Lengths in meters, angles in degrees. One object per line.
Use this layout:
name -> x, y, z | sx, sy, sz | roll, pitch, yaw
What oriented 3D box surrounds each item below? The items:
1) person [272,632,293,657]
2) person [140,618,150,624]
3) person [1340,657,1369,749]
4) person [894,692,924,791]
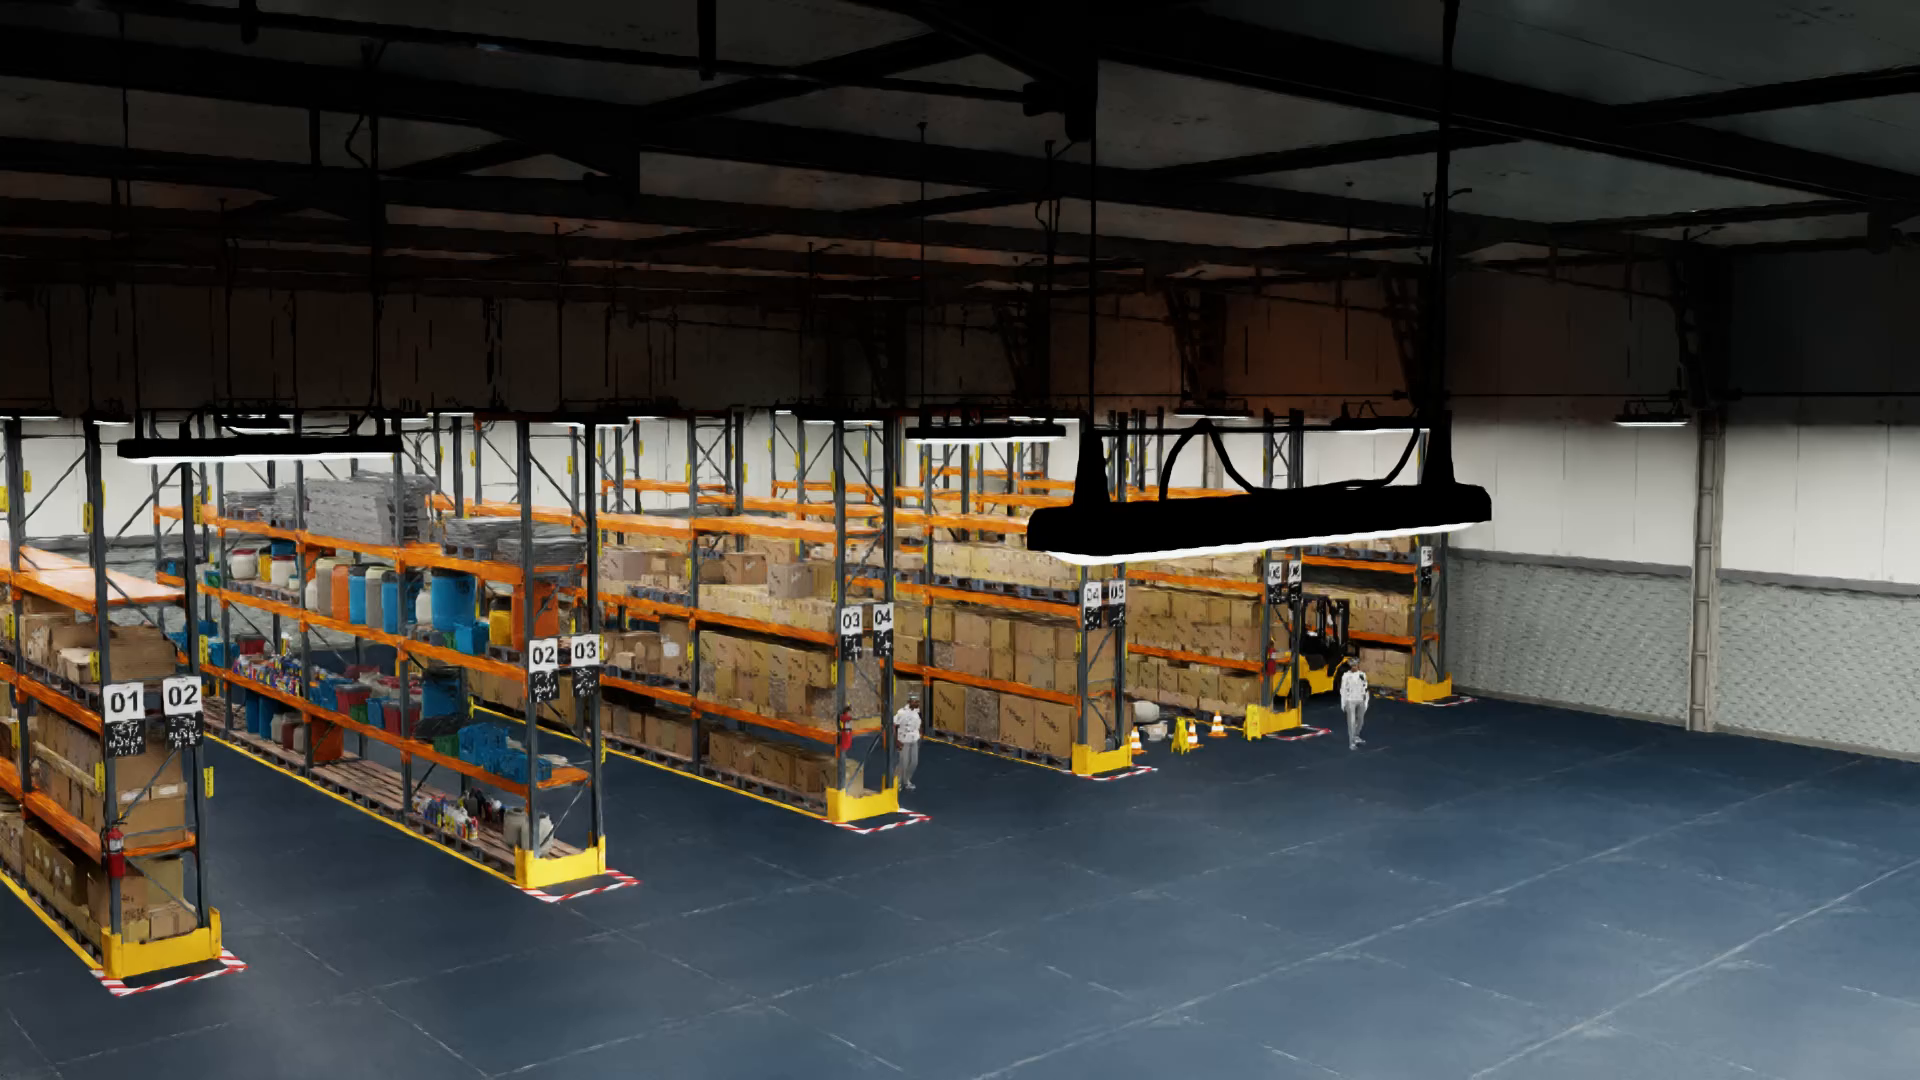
person -> -13.109, 2.651, 31.984 | 0.533, 1.769, 0.591 | 0, 5, 4
person -> -17.167, 2.472, 34.785 | 0.509, 1.619, 0.668 | 1, 5, 8
person -> 7.068, 2.887, 29.847 | 0.522, 1.662, 0.544 | 0, 5, -5
person -> -0.840, 3.196, 26.545 | 0.592, 1.629, 0.531 | -5, 7, -43
